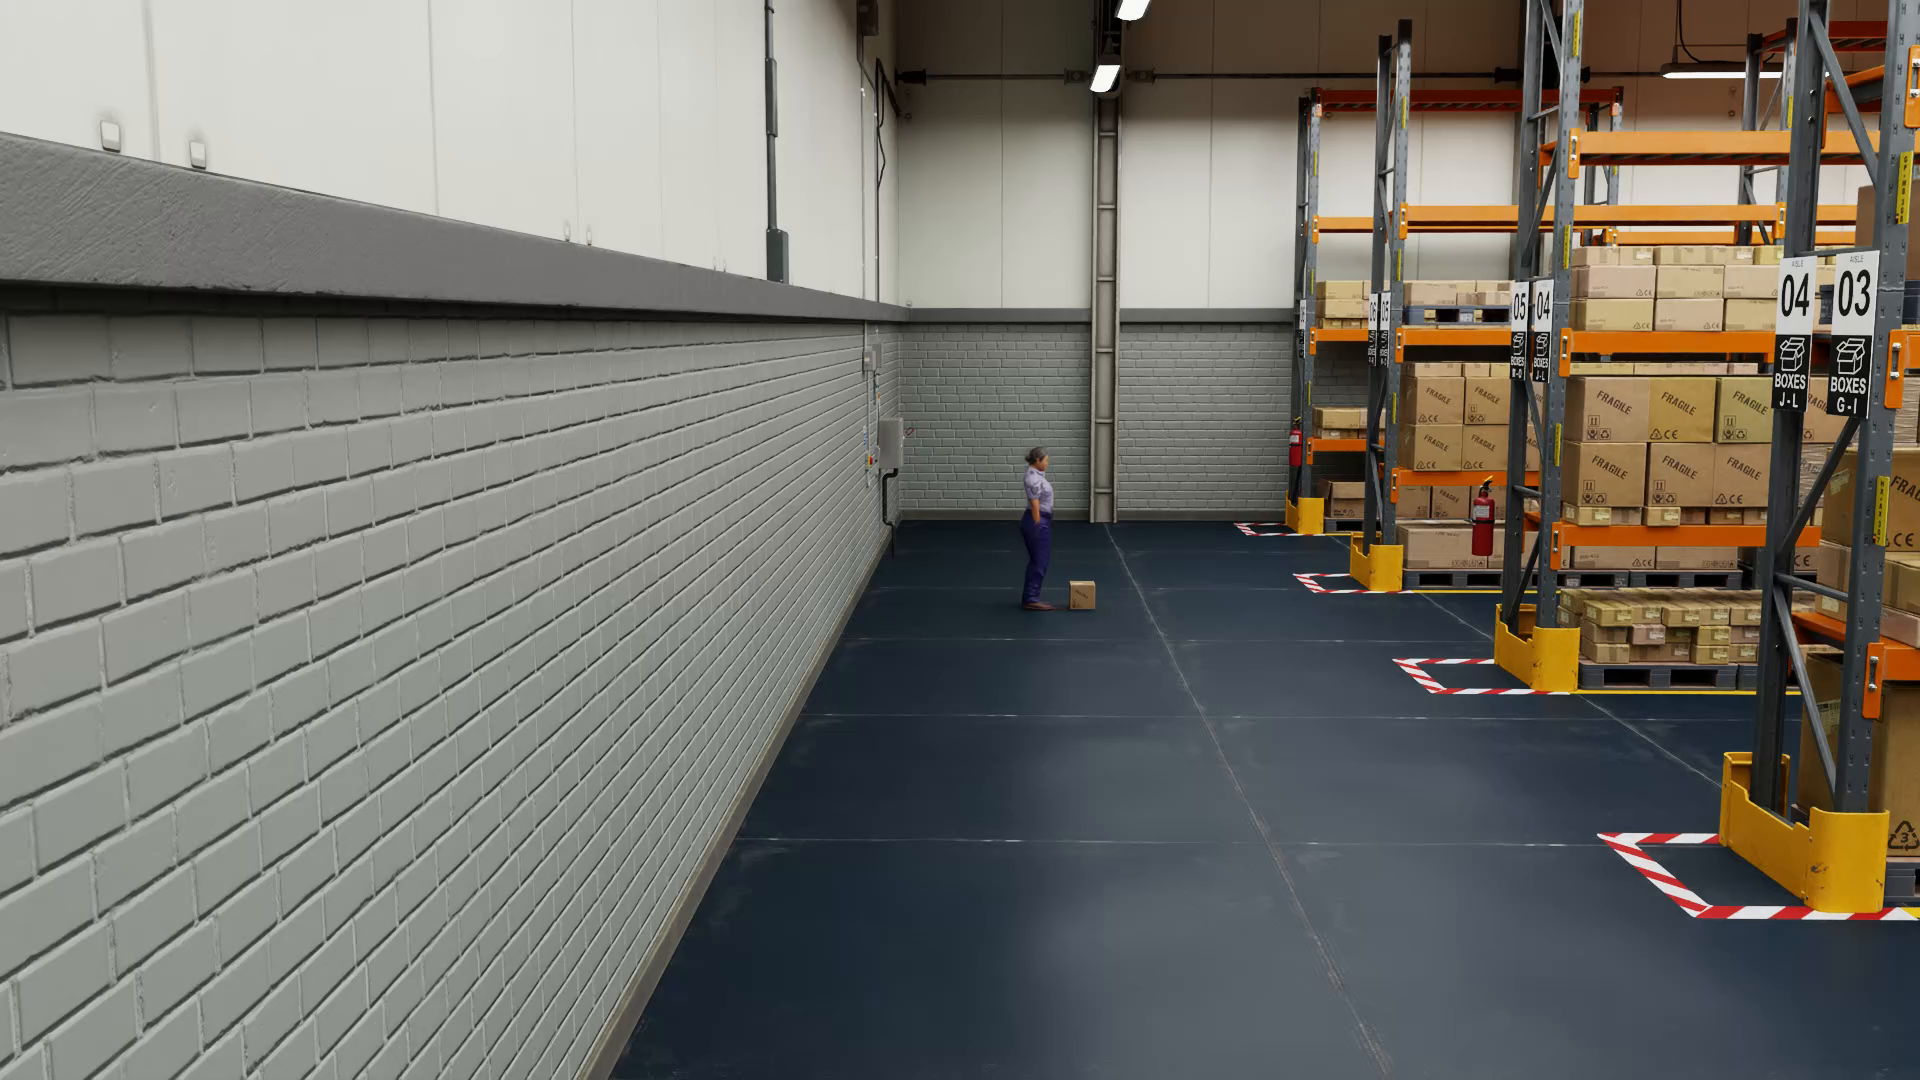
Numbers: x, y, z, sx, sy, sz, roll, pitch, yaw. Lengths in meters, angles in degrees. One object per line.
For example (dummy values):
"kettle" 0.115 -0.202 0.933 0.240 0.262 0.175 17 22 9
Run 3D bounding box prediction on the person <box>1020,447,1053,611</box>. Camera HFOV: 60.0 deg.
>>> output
"person" 0.777 -0.121 16.859 0.340 1.647 0.473 0 7 2
